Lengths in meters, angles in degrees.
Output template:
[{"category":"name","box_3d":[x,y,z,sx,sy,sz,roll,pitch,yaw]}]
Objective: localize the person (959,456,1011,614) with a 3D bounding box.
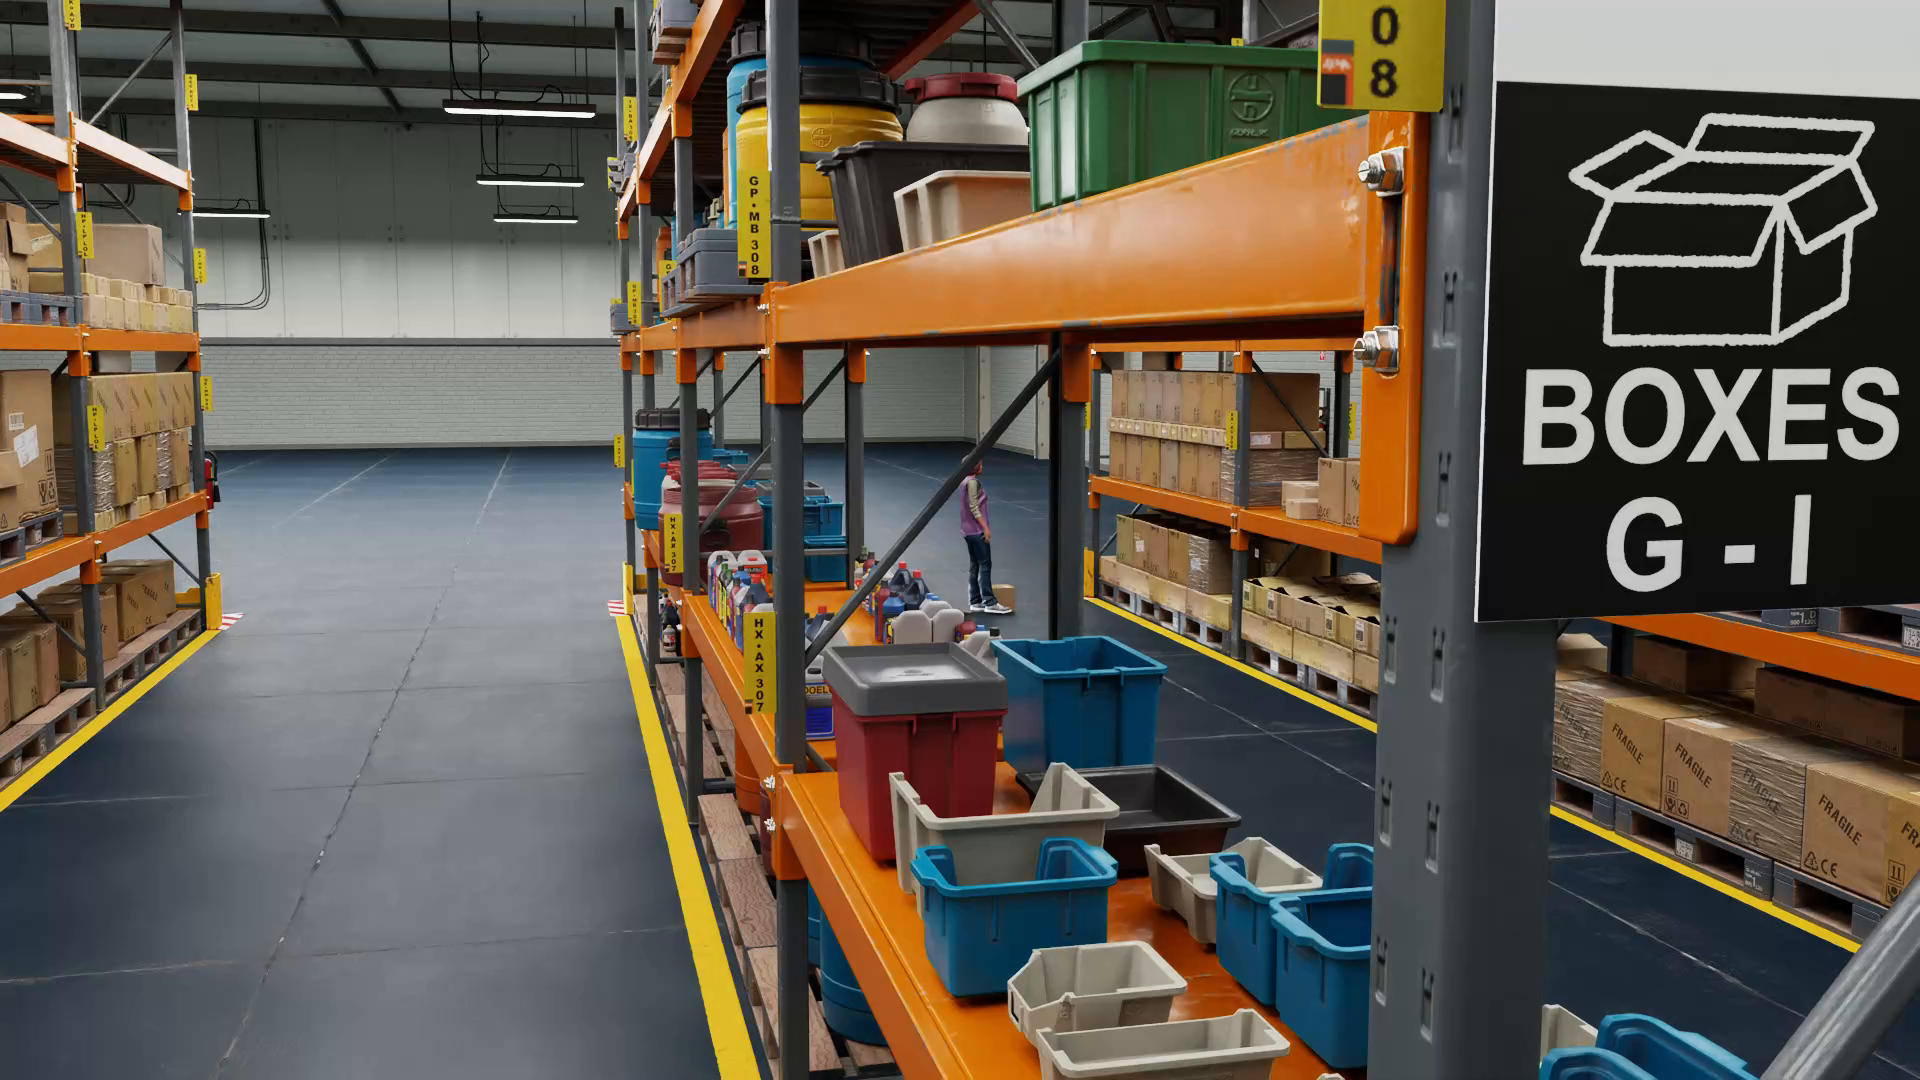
[{"category":"person","box_3d":[0.239,-0.070,16.917,0.475,1.596,0.520,-2,7,-14]}]
